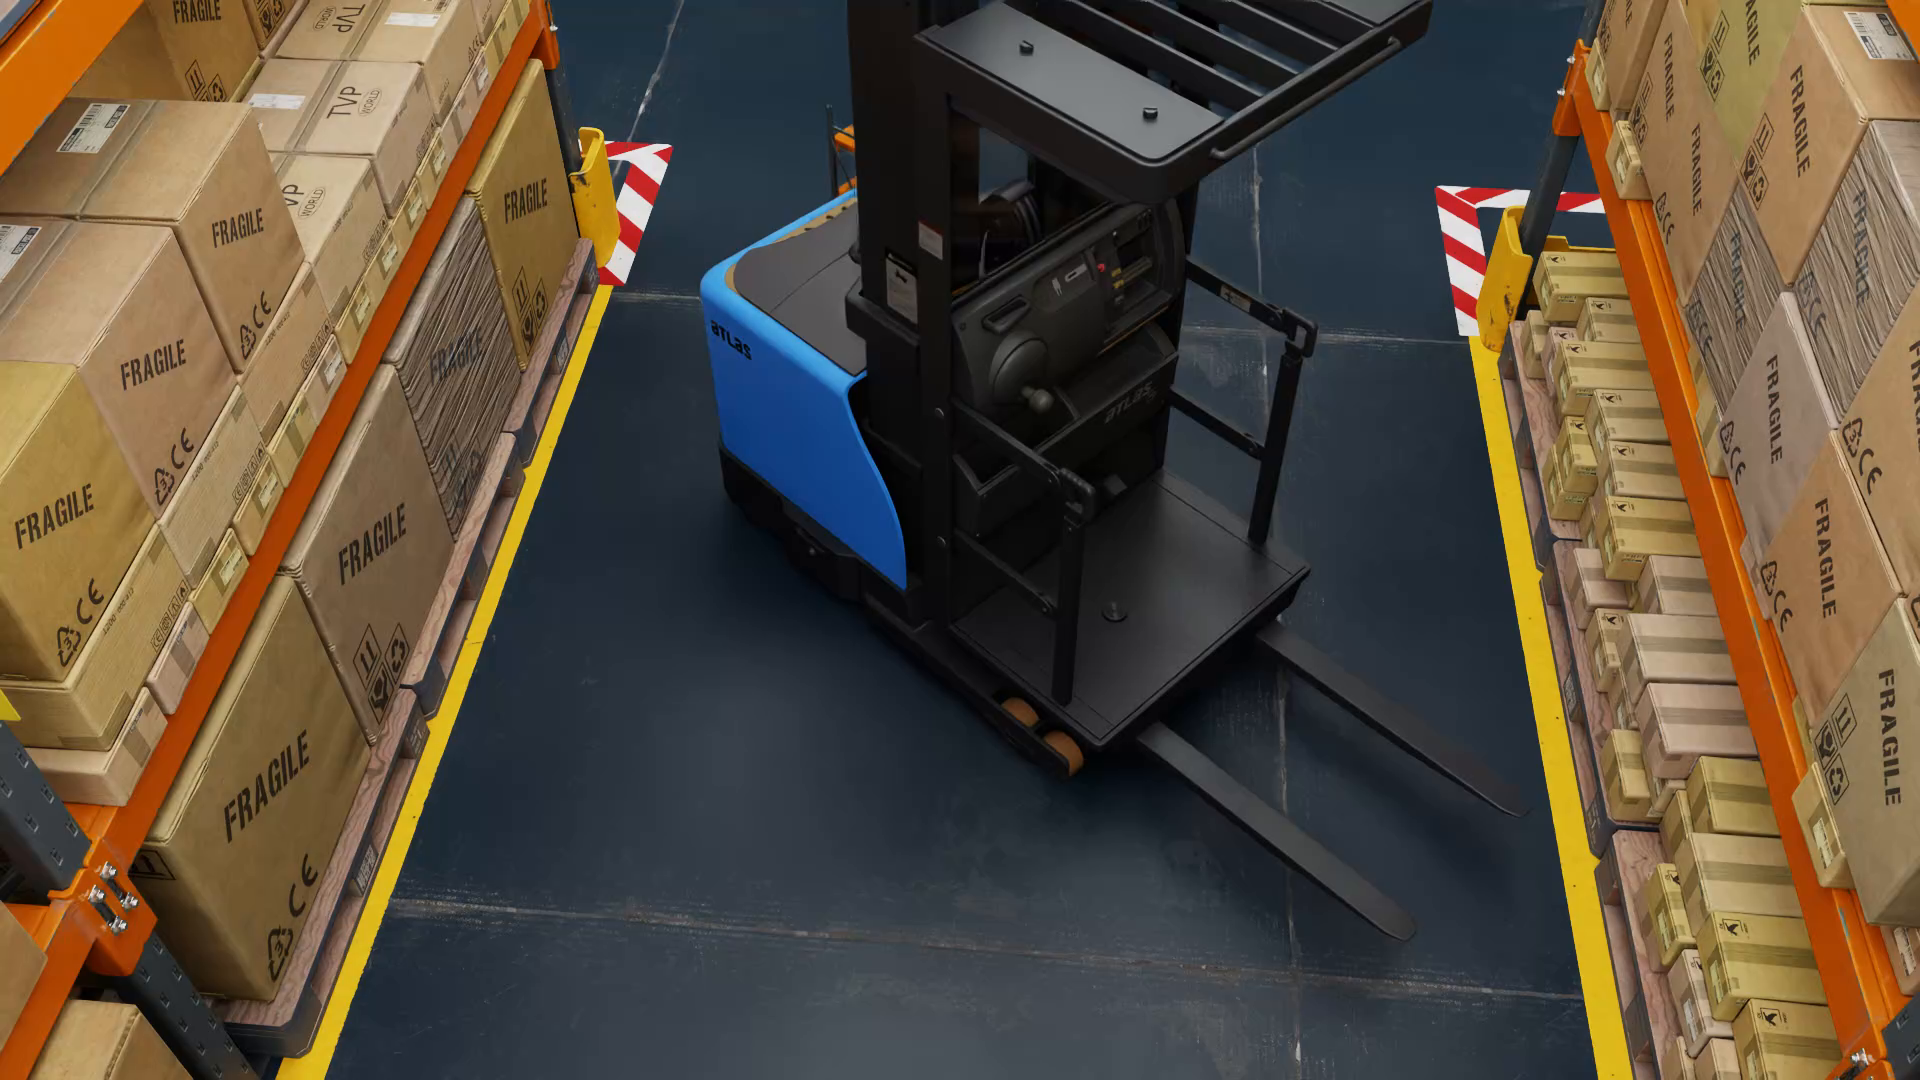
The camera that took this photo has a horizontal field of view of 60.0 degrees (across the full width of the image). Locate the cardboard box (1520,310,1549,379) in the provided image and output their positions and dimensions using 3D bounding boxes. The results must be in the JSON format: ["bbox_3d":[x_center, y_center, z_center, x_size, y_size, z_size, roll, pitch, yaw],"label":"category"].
[{"bbox_3d":[2.433,-0.761,6.560,0.380,0.149,0.250,5,48,4],"label":"cardboard box"}]

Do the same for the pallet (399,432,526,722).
[{"bbox_3d":[-2.239,0.076,6.038,1.003,0.211,1.213,4,48,4],"label":"pallet"}]

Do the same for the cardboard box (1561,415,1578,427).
[{"bbox_3d":[2.475,-0.380,6.212,0.380,0.149,0.250,4,48,4],"label":"cardboard box"}]

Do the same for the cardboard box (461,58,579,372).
[{"bbox_3d":[-2.109,-1.301,6.563,0.875,0.875,0.875,4,48,4],"label":"cardboard box"}]

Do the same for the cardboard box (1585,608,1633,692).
[{"bbox_3d":[2.305,0.377,5.520,0.380,0.149,0.250,4,48,4],"label":"cardboard box"}]

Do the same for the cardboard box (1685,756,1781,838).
[{"bbox_3d":[2.309,0.776,4.751,0.380,0.149,0.250,5,48,5],"label":"cardboard box"}]

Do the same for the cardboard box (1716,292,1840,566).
[{"bbox_3d":[2.293,-0.261,4.186,0.500,0.500,0.500,4,48,3],"label":"cardboard box"}]

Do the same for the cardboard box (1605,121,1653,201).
[{"bbox_3d":[2.384,-1.260,5.540,0.380,0.149,0.250,3,48,2],"label":"cardboard box"}]

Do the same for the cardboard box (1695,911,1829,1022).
[{"bbox_3d":[2.192,1.145,4.414,0.380,0.149,0.250,4,48,4],"label":"cardboard box"}]

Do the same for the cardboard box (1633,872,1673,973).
[{"bbox_3d":[2.198,1.120,4.840,0.380,0.149,0.250,2,48,2],"label":"cardboard box"}]

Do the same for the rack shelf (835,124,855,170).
[{"bbox_3d":[-0.237,-1.531,6.304,0.258,0.148,0.480,31,55,25],"label":"rack shelf"}]

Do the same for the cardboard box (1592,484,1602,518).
[{"bbox_3d":[2.420,-0.091,5.746,0.380,0.149,0.250,2,48,2],"label":"cardboard box"}]

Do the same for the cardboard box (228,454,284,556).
[{"bbox_3d":[-2.068,-0.103,4.482,0.380,0.149,0.250,3,48,2],"label":"cardboard box"}]

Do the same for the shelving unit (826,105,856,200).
[{"bbox_3d":[-0.237,-1.265,6.594,0.258,1.200,0.503,31,55,25],"label":"shelving unit"}]

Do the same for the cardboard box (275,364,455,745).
[{"bbox_3d":[-2.273,0.021,5.353,0.875,0.875,0.875,4,48,4],"label":"cardboard box"}]

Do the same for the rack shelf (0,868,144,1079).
[{"bbox_3d":[-2.678,2.300,2.602,1.077,0.370,4.000,4,48,4],"label":"rack shelf"}]

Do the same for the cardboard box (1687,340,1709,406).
[{"bbox_3d":[2.352,-0.494,4.839,0.380,0.149,0.250,5,48,5],"label":"cardboard box"}]

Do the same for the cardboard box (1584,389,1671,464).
[{"bbox_3d":[2.417,-0.388,5.816,0.380,0.149,0.250,2,48,2],"label":"cardboard box"}]

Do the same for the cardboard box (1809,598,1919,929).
[{"bbox_3d":[2.198,0.486,3.503,0.500,0.500,0.500,4,48,4],"label":"cardboard box"}]

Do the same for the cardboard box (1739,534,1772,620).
[{"bbox_3d":[2.270,0.076,4.318,0.380,0.149,0.250,2,48,2],"label":"cardboard box"}]

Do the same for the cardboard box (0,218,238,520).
[{"bbox_3d":[-2.144,-0.412,3.986,0.500,0.500,0.500,4,48,4],"label":"cardboard box"}]

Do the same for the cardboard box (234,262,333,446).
[{"bbox_3d":[-2.100,-0.537,4.608,0.500,0.250,0.500,5,48,4],"label":"cardboard box"}]

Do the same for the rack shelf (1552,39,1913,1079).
[{"bbox_3d":[2.617,-0.232,4.917,1.077,0.370,4.000,4,48,4],"label":"rack shelf"}]

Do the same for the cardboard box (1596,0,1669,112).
[{"bbox_3d":[2.483,-1.767,5.564,0.500,0.500,0.500,6,48,5],"label":"cardboard box"}]

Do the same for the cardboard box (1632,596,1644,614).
[{"bbox_3d":[2.402,0.309,5.380,0.380,0.149,0.250,6,48,5],"label":"cardboard box"}]

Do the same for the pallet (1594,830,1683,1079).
[{"bbox_3d":[2.461,1.440,4.790,1.003,0.211,1.213,4,48,4],"label":"pallet"}]

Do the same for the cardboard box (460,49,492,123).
[{"bbox_3d":[-1.881,-1.607,5.857,0.380,0.149,0.250,4,48,4],"label":"cardboard box"}]

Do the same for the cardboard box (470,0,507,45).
[{"bbox_3d":[-1.911,-2.028,5.972,0.500,0.250,0.500,3,48,3],"label":"cardboard box"}]

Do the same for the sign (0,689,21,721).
[{"bbox_3d":[-1.954,0.252,3.255,0.100,0.325,0.005,4,48,4],"label":"sign"}]

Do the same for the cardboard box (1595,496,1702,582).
[{"bbox_3d":[2.313,0.006,5.456,0.380,0.149,0.250,5,48,4],"label":"cardboard box"}]

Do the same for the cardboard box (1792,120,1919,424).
[{"bbox_3d":[2.311,-0.596,3.815,0.500,0.500,0.500,5,48,5],"label":"cardboard box"}]

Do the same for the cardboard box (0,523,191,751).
[{"bbox_3d":[-2.192,0.210,3.926,0.500,0.250,0.500,3,48,3],"label":"cardboard box"}]

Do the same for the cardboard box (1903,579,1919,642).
[{"bbox_3d":[2.208,0.160,3.124,0.500,0.500,0.500,2,48,2],"label":"cardboard box"}]

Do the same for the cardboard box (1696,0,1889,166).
[{"bbox_3d":[2.385,-1.352,4.507,0.500,0.500,0.500,3,48,3],"label":"cardboard box"}]

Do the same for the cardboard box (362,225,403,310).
[{"bbox_3d":[-1.975,-0.860,5.174,0.380,0.149,0.250,5,48,4],"label":"cardboard box"}]

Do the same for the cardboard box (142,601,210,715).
[{"bbox_3d":[-2.113,0.284,4.128,0.380,0.149,0.250,2,48,2],"label":"cardboard box"}]

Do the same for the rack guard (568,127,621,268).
[{"bbox_3d":[-2.129,-1.526,7.307,1.175,0.500,0.348,4,48,4],"label":"rack guard"}]

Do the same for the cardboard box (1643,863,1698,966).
[{"bbox_3d":[2.166,1.064,4.690,0.380,0.149,0.250,2,48,2],"label":"cardboard box"}]

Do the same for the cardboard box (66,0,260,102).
[{"bbox_3d":[-2.530,-1.572,5.047,0.500,0.500,0.500,3,48,2],"label":"cardboard box"}]

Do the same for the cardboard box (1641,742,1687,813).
[{"bbox_3d":[2.290,0.698,5.025,0.380,0.149,0.250,5,48,4],"label":"cardboard box"}]

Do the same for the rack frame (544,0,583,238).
[{"bbox_3d":[-2.131,-2.352,6.369,1.000,3.000,0.127,4,48,4],"label":"rack frame"}]

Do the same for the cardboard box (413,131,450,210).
[{"bbox_3d":[-1.927,-1.233,5.515,0.380,0.149,0.250,3,48,3],"label":"cardboard box"}]

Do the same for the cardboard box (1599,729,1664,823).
[{"bbox_3d":[2.225,0.744,5.184,0.380,0.149,0.250,4,48,3],"label":"cardboard box"}]

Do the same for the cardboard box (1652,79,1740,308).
[{"bbox_3d":[2.403,-1.013,4.875,0.500,0.500,0.500,4,48,4],"label":"cardboard box"}]

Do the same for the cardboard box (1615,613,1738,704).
[{"bbox_3d":[2.254,0.372,5.121,0.380,0.149,0.250,2,48,2],"label":"cardboard box"}]

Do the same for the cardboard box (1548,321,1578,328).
[{"bbox_3d":[2.496,-0.857,6.447,0.380,0.149,0.250,6,48,5],"label":"cardboard box"}]

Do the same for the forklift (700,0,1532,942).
[{"bbox_3d":[0.489,-0.632,4.842,1.130,2.935,3.031,-36,57,-28],"label":"forklift"}]

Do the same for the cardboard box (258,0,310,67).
[{"bbox_3d":[-2.484,-1.685,5.658,0.500,0.250,0.500,3,48,3],"label":"cardboard box"}]

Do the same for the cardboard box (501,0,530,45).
[{"bbox_3d":[-1.835,-1.984,6.202,0.380,0.149,0.250,5,48,4],"label":"cardboard box"}]

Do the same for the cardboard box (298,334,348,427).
[{"bbox_3d":[-2.020,-0.476,4.823,0.380,0.149,0.250,4,48,4],"label":"cardboard box"}]

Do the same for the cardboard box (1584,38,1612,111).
[{"bbox_3d":[2.443,-1.644,5.891,0.380,0.149,0.250,4,48,3],"label":"cardboard box"}]

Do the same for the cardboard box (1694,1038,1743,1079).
[{"bbox_3d":[2.147,1.462,4.326,0.380,0.149,0.250,5,48,4],"label":"cardboard box"}]

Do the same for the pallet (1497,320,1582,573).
[{"bbox_3d":[2.683,-0.353,6.430,1.003,0.211,1.213,4,48,4],"label":"pallet"}]

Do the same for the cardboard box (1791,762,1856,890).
[{"bbox_3d":[2.143,0.657,3.786,0.380,0.149,0.250,3,48,2],"label":"cardboard box"}]

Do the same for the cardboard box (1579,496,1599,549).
[{"bbox_3d":[2.414,-0.005,5.870,0.380,0.149,0.250,4,48,4],"label":"cardboard box"}]

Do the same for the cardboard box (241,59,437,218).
[{"bbox_3d":[-2.004,-1.281,5.289,0.500,0.250,0.500,2,48,2],"label":"cardboard box"}]

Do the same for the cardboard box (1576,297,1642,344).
[{"bbox_3d":[2.508,-0.752,6.149,0.380,0.149,0.250,5,48,4],"label":"cardboard box"}]

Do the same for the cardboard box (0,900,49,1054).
[{"bbox_3d":[-2.266,0.915,3.312,0.500,0.500,0.500,4,48,4],"label":"cardboard box"}]
